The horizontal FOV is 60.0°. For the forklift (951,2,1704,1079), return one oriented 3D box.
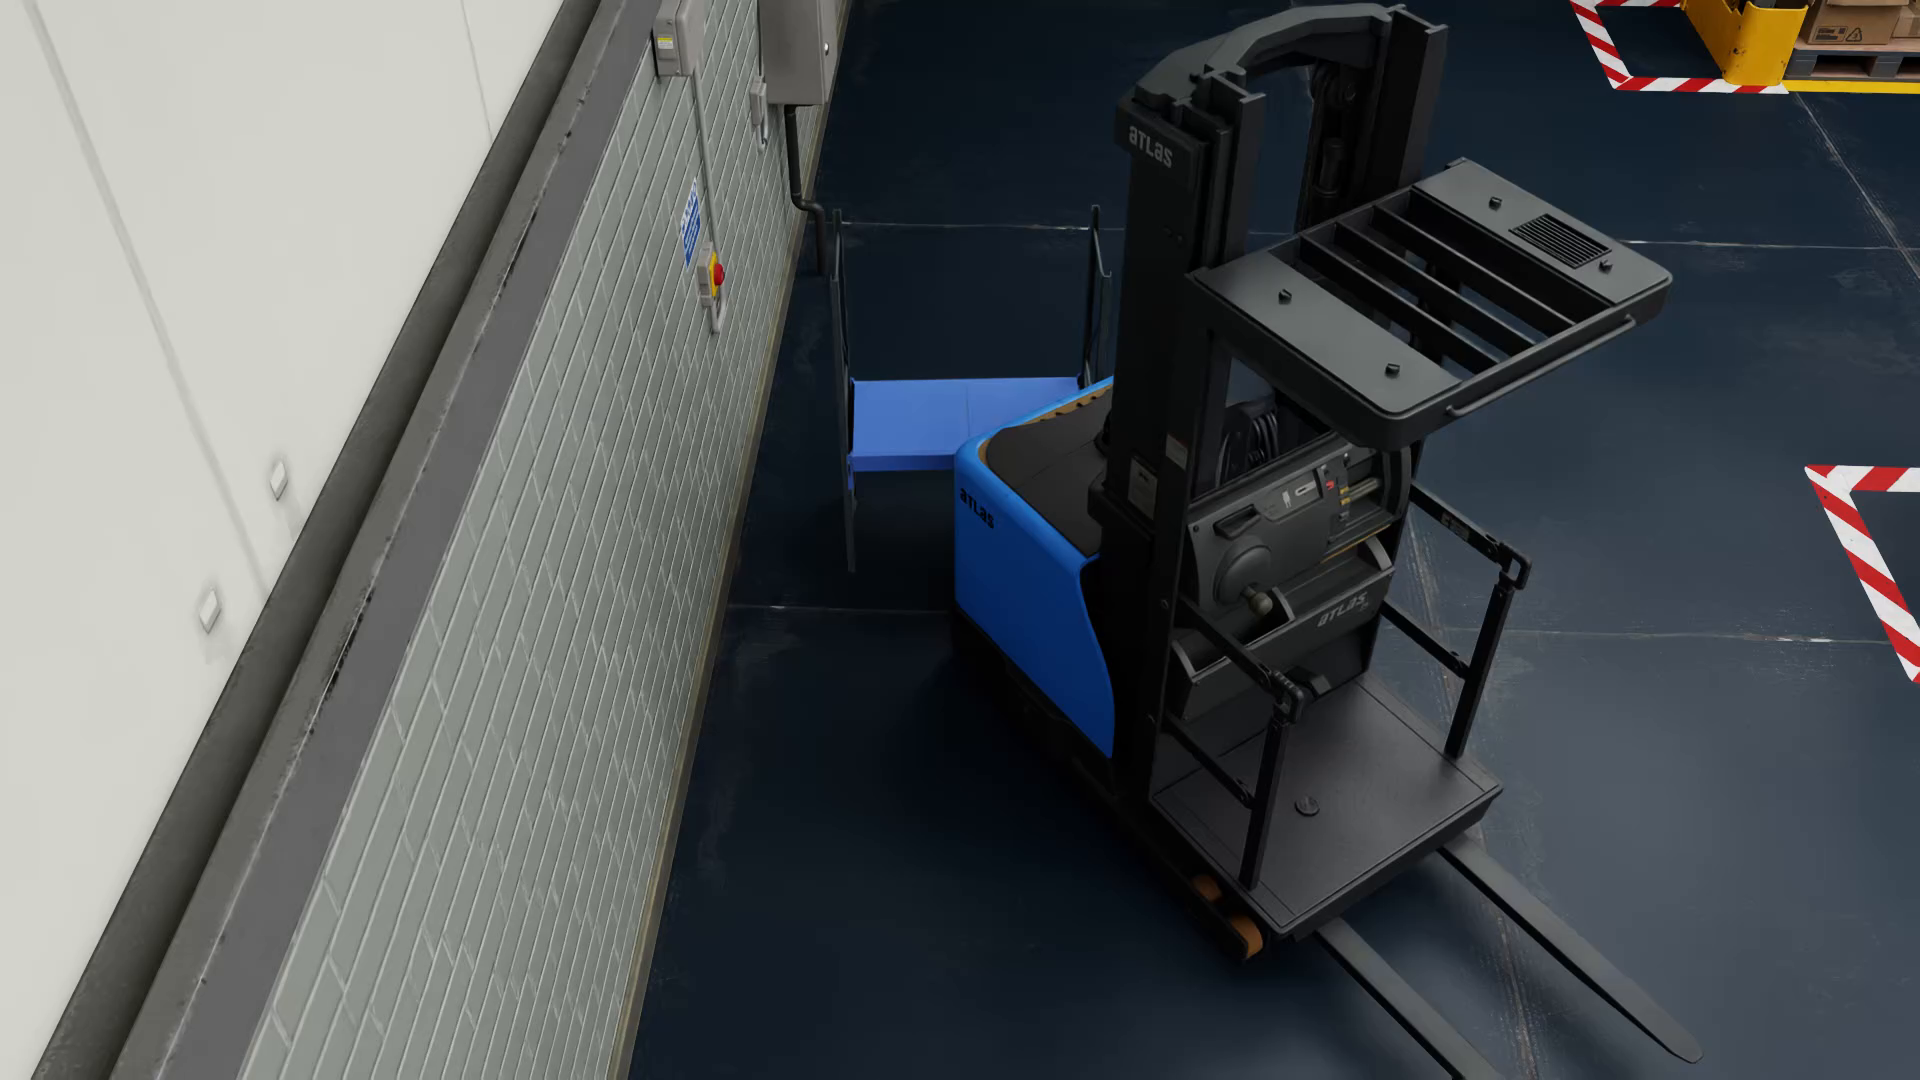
[{"bbox_3d":[1.217,0.002,5.183,1.130,2.935,3.031,-25,49,-25],"label":"forklift"}]

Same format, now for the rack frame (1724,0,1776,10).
[{"bbox_3d":[4.915,-4.332,9.785,0.127,3.000,1.000,2,43,2],"label":"rack frame"}]

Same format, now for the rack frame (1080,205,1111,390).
[{"bbox_3d":[0.541,-0.602,6.882,0.032,1.500,0.500,-1,43,-1],"label":"rack frame"}]

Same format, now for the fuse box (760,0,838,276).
[{"bbox_3d":[-0.699,-2.064,8.296,0.414,1.711,0.539,2,43,2],"label":"fuse box"}]

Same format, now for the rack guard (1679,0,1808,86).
[{"bbox_3d":[4.991,-3.416,10.635,0.348,0.500,1.175,2,43,2],"label":"rack guard"}]

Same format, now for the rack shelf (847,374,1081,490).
[{"bbox_3d":[0.033,-0.460,6.993,1.000,0.185,0.538,-1,43,-1],"label":"rack shelf"}]

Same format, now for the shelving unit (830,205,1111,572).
[{"bbox_3d":[0.033,-0.592,6.871,1.048,1.500,0.538,-1,43,-1],"label":"shelving unit"}]

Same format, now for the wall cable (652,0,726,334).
[{"bbox_3d":[-0.939,-1.493,5.969,0.123,1.953,0.585,2,43,2],"label":"wall cable"}]

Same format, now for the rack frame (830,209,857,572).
[{"bbox_3d":[-0.476,-0.582,6.859,0.032,1.500,0.500,-1,43,-1],"label":"rack frame"}]

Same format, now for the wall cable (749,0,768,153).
[{"bbox_3d":[-0.887,-2.447,7.017,0.122,1.984,0.588,2,43,2],"label":"wall cable"}]

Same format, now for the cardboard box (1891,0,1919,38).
[{"bbox_3d":[5.944,-3.320,10.482,0.250,0.149,0.380,0,43,0],"label":"cardboard box"}]

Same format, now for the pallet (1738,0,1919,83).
[{"bbox_3d":[5.787,-3.286,10.708,1.213,0.211,1.003,2,43,2],"label":"pallet"}]

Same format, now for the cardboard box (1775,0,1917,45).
[{"bbox_3d":[5.522,-3.489,10.404,0.637,0.503,0.797,0,43,0],"label":"cardboard box"}]

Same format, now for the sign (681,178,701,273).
[{"bbox_3d":[-1.002,-1.177,6.201,0.001,0.218,0.327,2,43,2],"label":"sign"}]
